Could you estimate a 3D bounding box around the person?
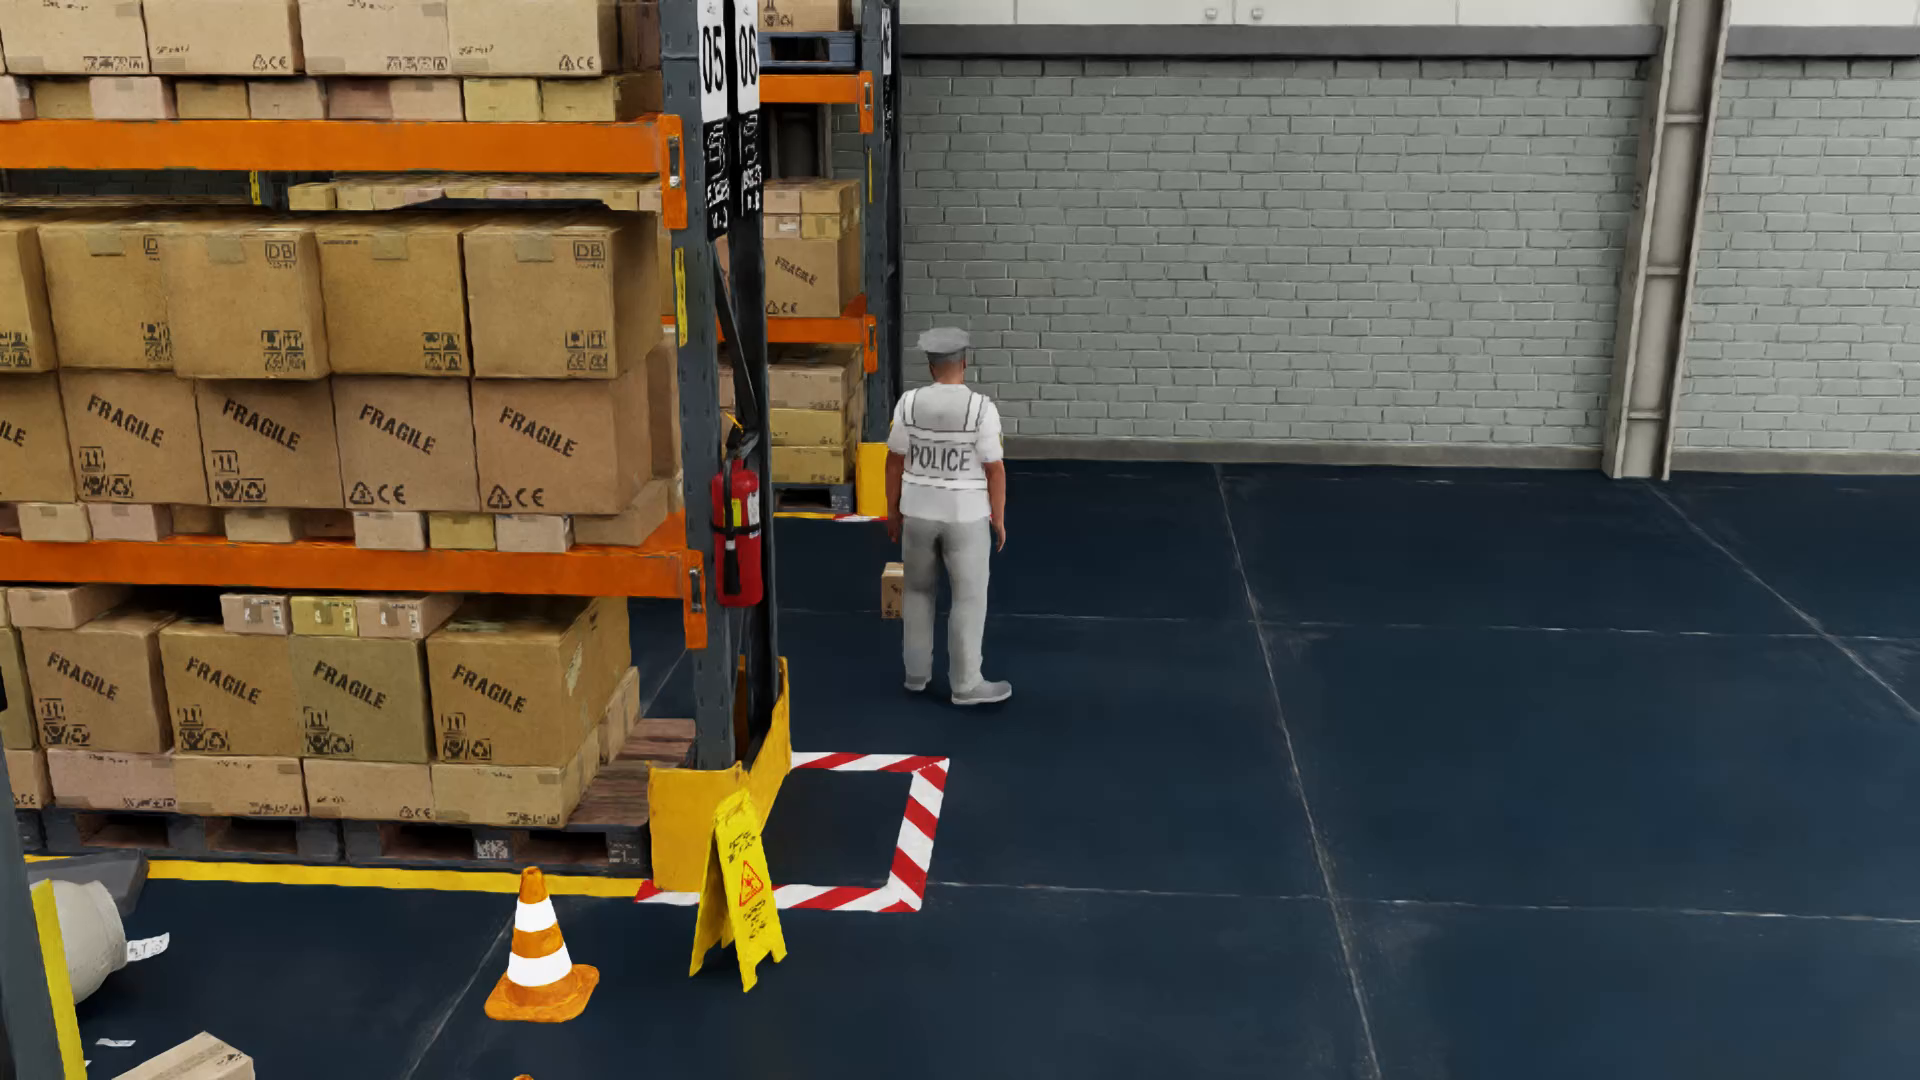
[{"bbox_3d":[-0.055,-0.108,7.805,0.622,1.772,0.406,7,19,21],"label":"person"}]
